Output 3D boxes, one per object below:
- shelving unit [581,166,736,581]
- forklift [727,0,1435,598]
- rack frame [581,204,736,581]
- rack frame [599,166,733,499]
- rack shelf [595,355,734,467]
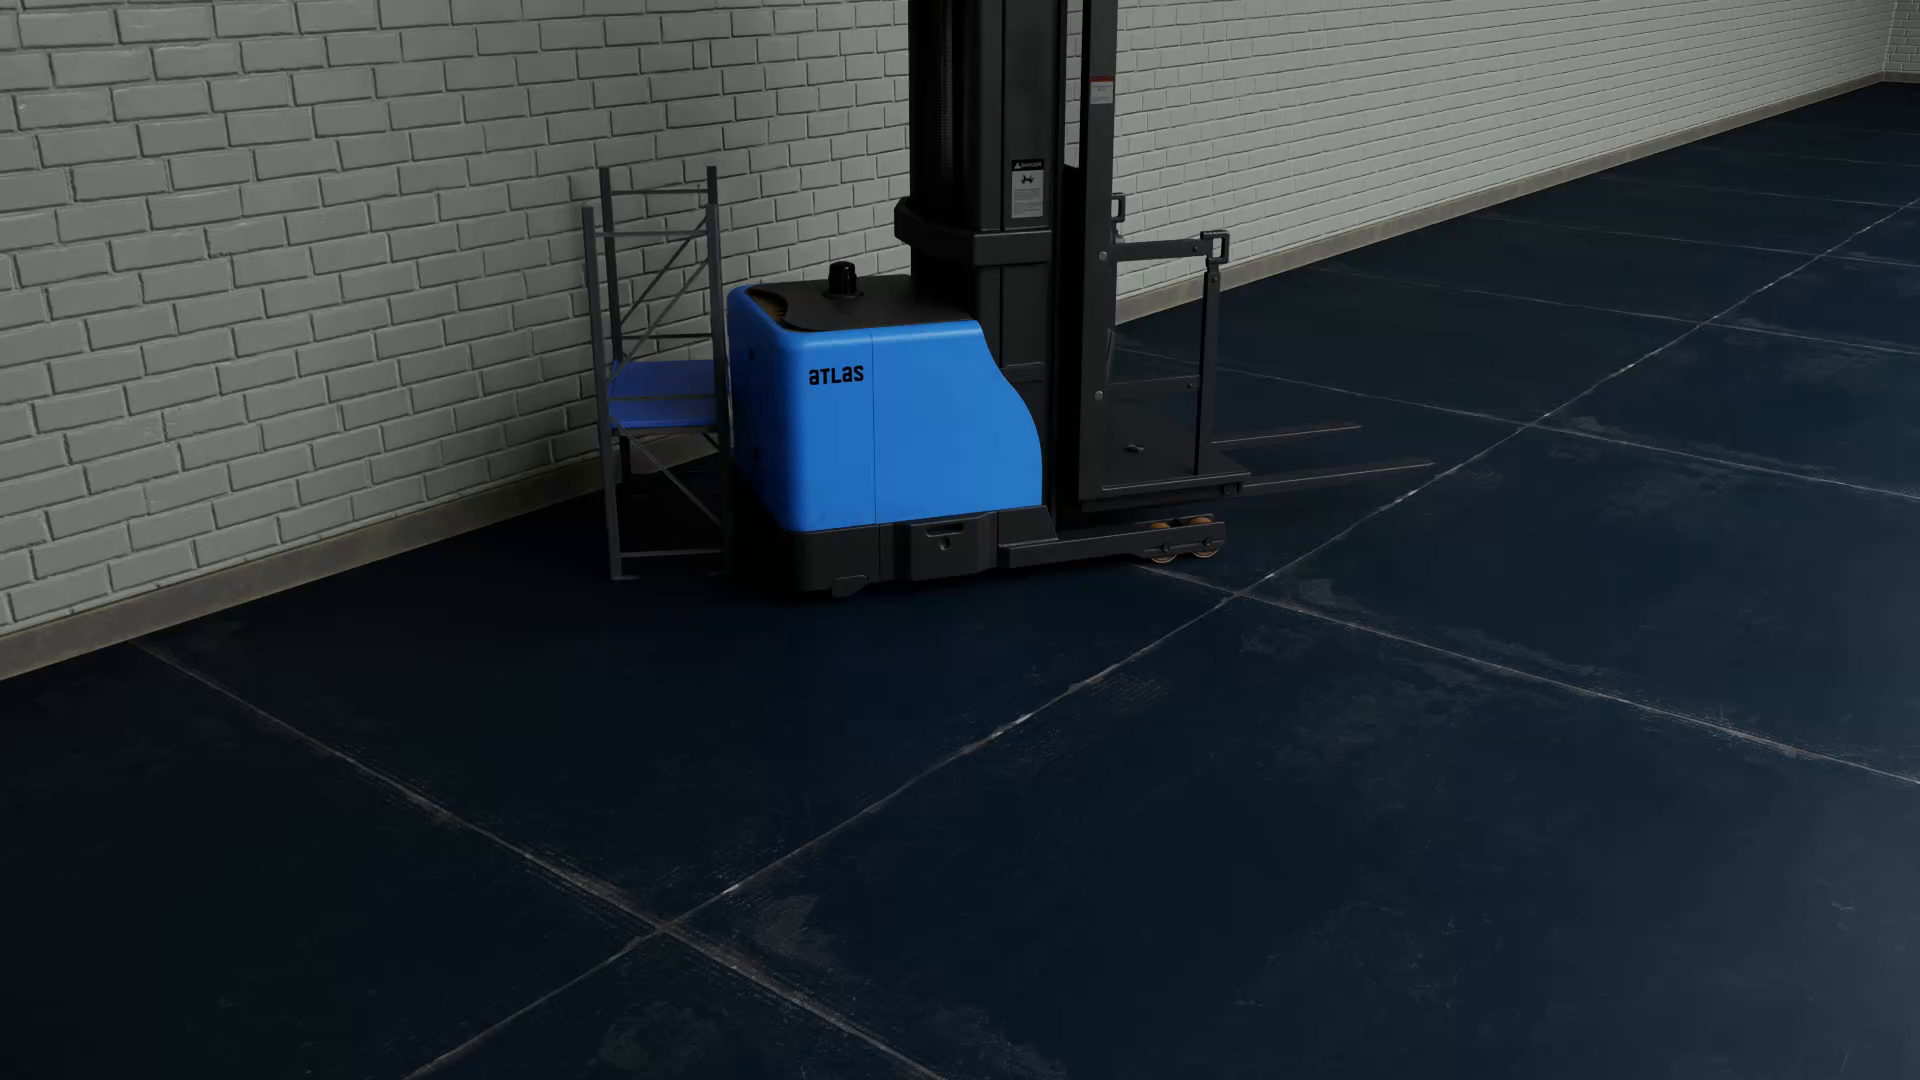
[{"bbox_3d":[-1.236,-0.731,6.982,0.538,1.500,1.048,-3,21,-7],"label":"shelving unit"},{"bbox_3d":[0.589,-1.443,6.841,3.031,2.935,1.130,-7,22,-18],"label":"forklift"},{"bbox_3d":[-1.167,-0.553,6.510,0.500,1.500,0.032,-3,21,-7],"label":"rack frame"},{"bbox_3d":[-1.306,-0.909,7.453,0.500,1.500,0.032,-3,21,-7],"label":"rack frame"},{"bbox_3d":[-1.236,-0.563,7.045,0.538,0.185,1.000,-3,21,-7],"label":"rack shelf"}]
